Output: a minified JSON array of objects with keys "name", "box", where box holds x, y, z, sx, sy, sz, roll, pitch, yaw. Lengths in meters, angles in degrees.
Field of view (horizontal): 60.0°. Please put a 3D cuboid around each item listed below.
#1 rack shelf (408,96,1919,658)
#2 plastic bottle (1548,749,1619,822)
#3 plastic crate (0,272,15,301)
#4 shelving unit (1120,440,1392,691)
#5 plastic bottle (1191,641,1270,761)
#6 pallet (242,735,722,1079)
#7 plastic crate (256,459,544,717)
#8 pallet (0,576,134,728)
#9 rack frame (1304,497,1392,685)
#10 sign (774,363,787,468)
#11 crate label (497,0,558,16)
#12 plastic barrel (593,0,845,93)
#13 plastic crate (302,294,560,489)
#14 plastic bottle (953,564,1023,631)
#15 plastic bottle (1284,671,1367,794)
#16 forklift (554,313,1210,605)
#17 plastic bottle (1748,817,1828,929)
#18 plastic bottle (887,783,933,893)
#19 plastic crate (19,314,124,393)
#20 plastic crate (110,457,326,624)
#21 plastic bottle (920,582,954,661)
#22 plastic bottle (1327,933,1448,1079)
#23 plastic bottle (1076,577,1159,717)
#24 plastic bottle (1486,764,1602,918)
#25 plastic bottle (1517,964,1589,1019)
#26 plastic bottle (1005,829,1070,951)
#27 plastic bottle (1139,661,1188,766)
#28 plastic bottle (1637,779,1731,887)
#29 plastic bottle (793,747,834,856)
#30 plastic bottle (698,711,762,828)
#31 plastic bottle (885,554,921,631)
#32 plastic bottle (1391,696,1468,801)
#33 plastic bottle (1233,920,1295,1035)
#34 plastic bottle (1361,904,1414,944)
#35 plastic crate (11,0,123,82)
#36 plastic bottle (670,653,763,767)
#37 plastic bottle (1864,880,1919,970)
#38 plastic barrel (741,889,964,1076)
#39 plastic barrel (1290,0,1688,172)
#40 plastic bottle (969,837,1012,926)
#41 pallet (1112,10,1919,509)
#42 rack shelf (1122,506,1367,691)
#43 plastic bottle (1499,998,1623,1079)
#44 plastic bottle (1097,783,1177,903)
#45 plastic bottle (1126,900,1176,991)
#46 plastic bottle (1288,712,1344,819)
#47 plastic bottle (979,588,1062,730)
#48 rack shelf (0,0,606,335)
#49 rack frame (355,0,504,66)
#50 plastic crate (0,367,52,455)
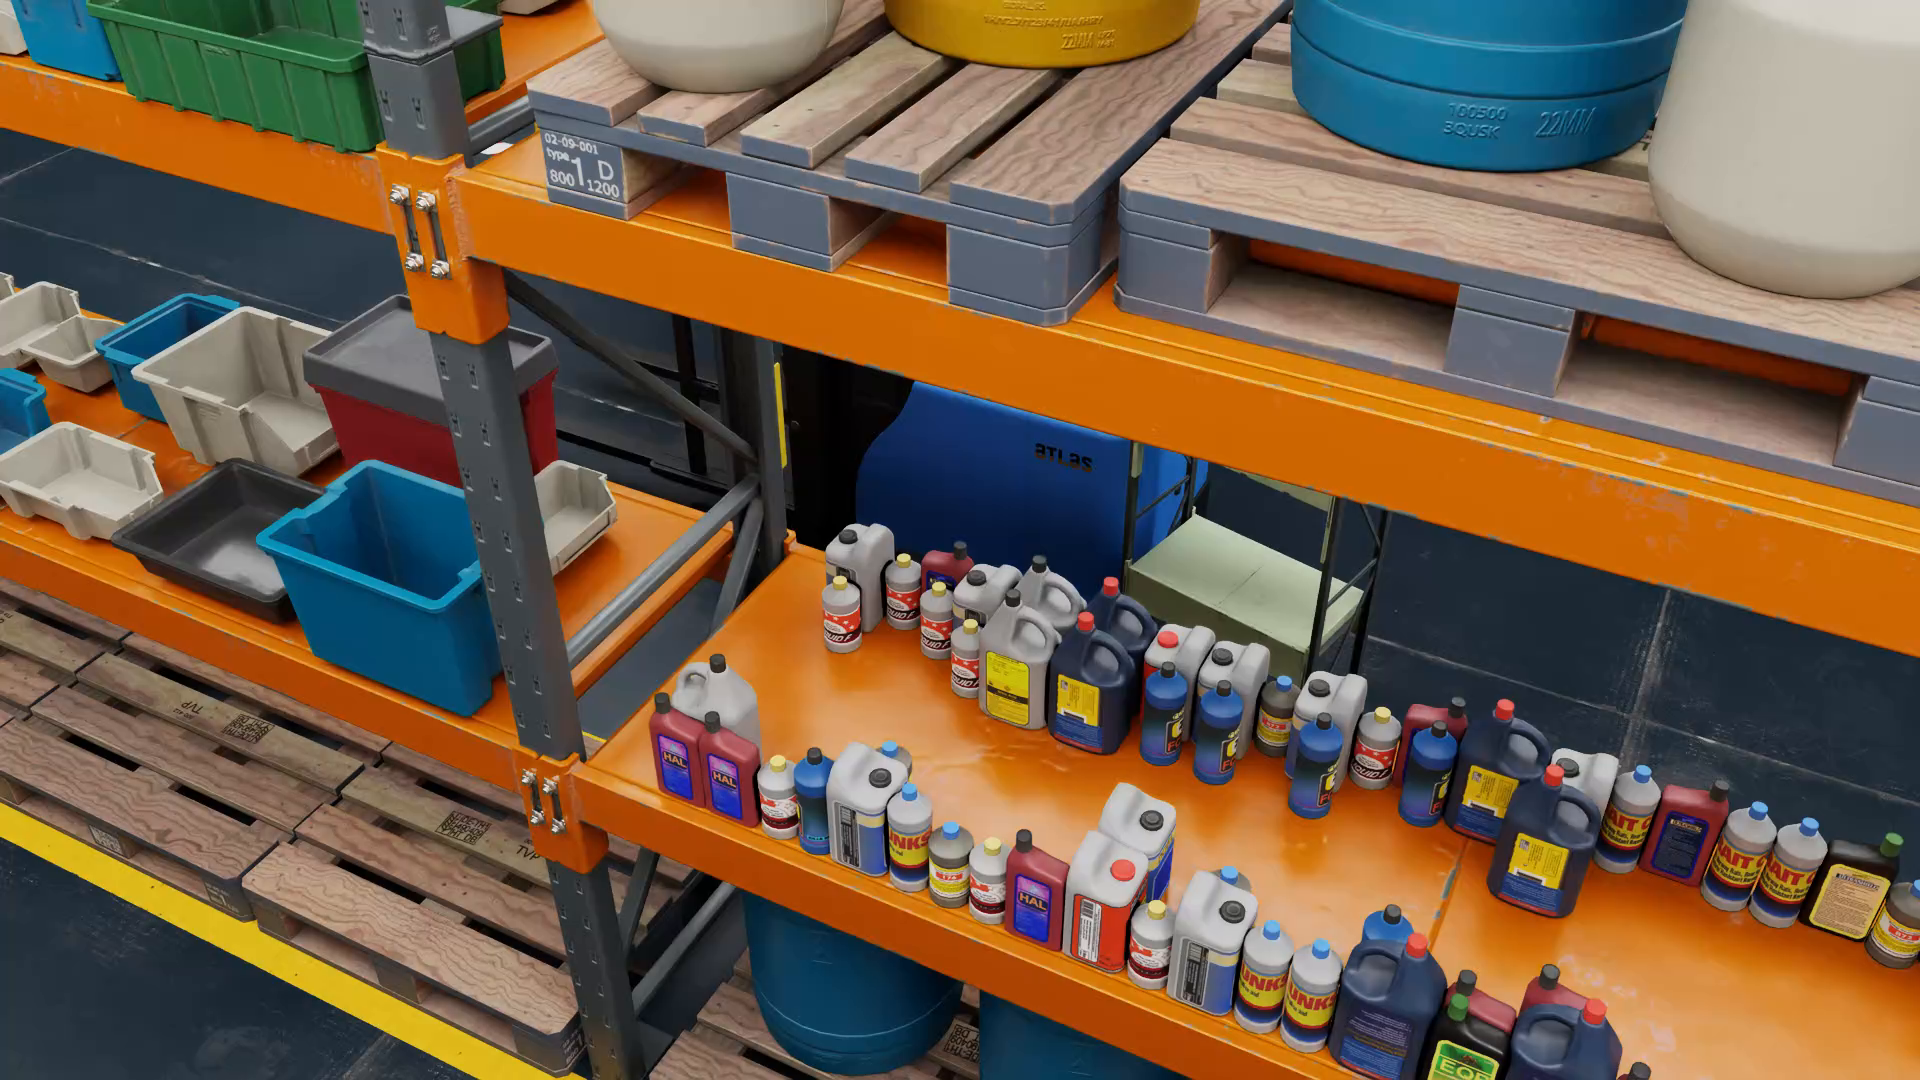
[{"name":"rack shelf","box":[1.019,-0.260,2.725,4.000,0.370,1.077,17,41,21]},{"name":"plastic bottle","box":[1.328,0.575,3.615,0.135,0.276,0.152,17,41,21]},{"name":"plastic crate","box":[-3.250,-0.721,5.387,0.243,0.136,0.396,17,41,21]},{"name":"shelving unit","box":[0.968,0.002,5.507,0.755,1.500,0.431,27,45,31]},{"name":"plastic bottle","box":[0.634,0.357,3.901,0.135,0.276,0.152,17,41,21]},{"name":"pallet","box":[-1.427,1.020,5.232,1.213,0.211,1.003,17,41,21]},{"name":"plastic crate","box":[-1.328,0.128,4.064,0.575,0.384,0.392,17,41,21]},{"name":"pallet","box":[-3.594,0.341,6.126,1.213,0.211,1.003,17,41,21]},{"name":"rack frame","box":[1.247,0.145,5.319,0.023,1.500,0.400,27,45,31]},{"name":"sign","box":[-0.502,-0.313,4.452,0.005,0.325,0.100,17,41,21]},{"name":"crate label","box":[-1.058,-1.288,3.704,0.466,0.136,0.293,17,41,21]},{"name":"plastic barrel","box":[-0.404,-1.043,2.702,0.433,0.535,0.433,0,37,0]},{"name":"plastic crate","box":[-1.434,-0.340,4.614,0.583,0.464,0.402,17,41,21]},{"name":"plastic bottle","box":[0.066,0.180,4.135,0.135,0.276,0.152,17,41,21]},{"name":"plastic bottle","box":[0.840,0.422,3.816,0.135,0.276,0.152,17,41,21]},{"name":"forklift","box":[-0.561,-1.341,6.092,3.031,2.935,1.130,17,40,21]},{"name":"plastic bottle","box":[1.735,0.685,3.473,0.097,0.271,0.097,0,37,0]},{"name":"plastic bottle","box":[-0.105,0.626,3.551,0.097,0.271,0.097,0,37,0]},{"name":"plastic crate","box":[-2.720,-0.584,5.207,0.250,0.136,0.298,17,41,21]},{"name":"plastic crate","box":[-1.874,0.011,4.432,0.590,0.125,0.437,17,41,21]},{"name":"plastic bottle","box":[-0.052,0.195,4.177,0.097,0.201,0.097,0,37,0]},{"name":"plastic bottle","box":[0.820,0.868,3.166,0.185,0.351,0.144,17,41,21]},{"name":"plastic bottle","box":[0.374,0.243,3.989,0.185,0.351,0.144,17,41,21]},{"name":"plastic bottle","box":[1.238,0.617,3.497,0.185,0.351,0.144,17,41,21]},{"name":"plastic bottle","box":[1.127,0.921,3.152,0.133,0.283,0.061,17,41,21]},{"name":"plastic bottle","box":[0.161,0.717,3.421,0.133,0.283,0.061,17,41,21]},{"name":"plastic bottle","box":[0.473,0.394,3.857,0.097,0.271,0.097,0,37,0]},{"name":"plastic bottle","box":[1.555,0.611,3.560,0.133,0.283,0.061,17,41,21]},{"name":"plastic bottle","box":[-0.311,0.561,3.636,0.097,0.271,0.097,0,37,0]},{"name":"plastic bottle","box":[-0.509,0.507,3.698,0.133,0.283,0.061,17,41,21]},{"name":"plastic bottle","box":[-0.142,0.125,4.268,0.097,0.201,0.097,0,37,0]},{"name":"plastic bottle","box":[1.066,0.459,3.762,0.133,0.283,0.061,17,41,21]},{"name":"plastic bottle","box":[0.598,0.846,3.261,0.097,0.271,0.097,0,37,0]},{"name":"plastic bottle","box":[0.837,0.823,3.292,0.097,0.271,0.097,0,37,0]},{"name":"plastic crate","box":[-1.712,-1.117,3.399,0.300,0.233,0.416,17,41,21]},{"name":"plastic bottle","box":[-0.557,0.395,3.789,0.185,0.351,0.144,17,41,21]},{"name":"plastic bottle","box":[1.940,0.777,3.409,0.097,0.201,0.097,0,37,0]},{"name":"plastic barrel","box":[-0.281,0.921,4.443,0.708,0.901,0.600,17,41,21]},{"name":"plastic barrel","box":[0.829,-1.077,2.445,0.708,0.901,0.600,17,41,21]},{"name":"plastic bottle","box":[0.067,0.708,3.501,0.097,0.201,0.097,0,37,0]},{"name":"pallet","box":[0.993,-0.548,2.666,1.213,0.211,1.003,17,41,21]},{"name":"rack shelf","box":[0.968,0.261,5.704,0.720,0.370,0.431,27,45,31]},{"name":"plastic bottle","box":[1.103,0.956,3.050,0.185,0.351,0.144,17,41,21]},{"name":"plastic bottle","box":[0.371,0.651,3.514,0.135,0.276,0.152,17,41,21]},{"name":"plastic bottle","box":[0.392,0.809,3.367,0.097,0.201,0.097,0,37,0]},{"name":"plastic bottle","box":[0.799,0.496,3.723,0.097,0.271,0.097,0,37,0]},{"name":"plastic bottle","box":[0.144,0.269,3.955,0.185,0.351,0.144,17,41,21]},{"name":"rack shelf","box":[-2.533,-1.372,4.190,4.000,0.370,1.077,17,41,21]},{"name":"rack frame","box":[-0.757,-2.297,2.333,0.127,3.000,1.000,17,41,21]},{"name":"plastic crate","box":[-2.805,-0.282,4.729,0.300,0.233,0.416,17,41,21]}]
